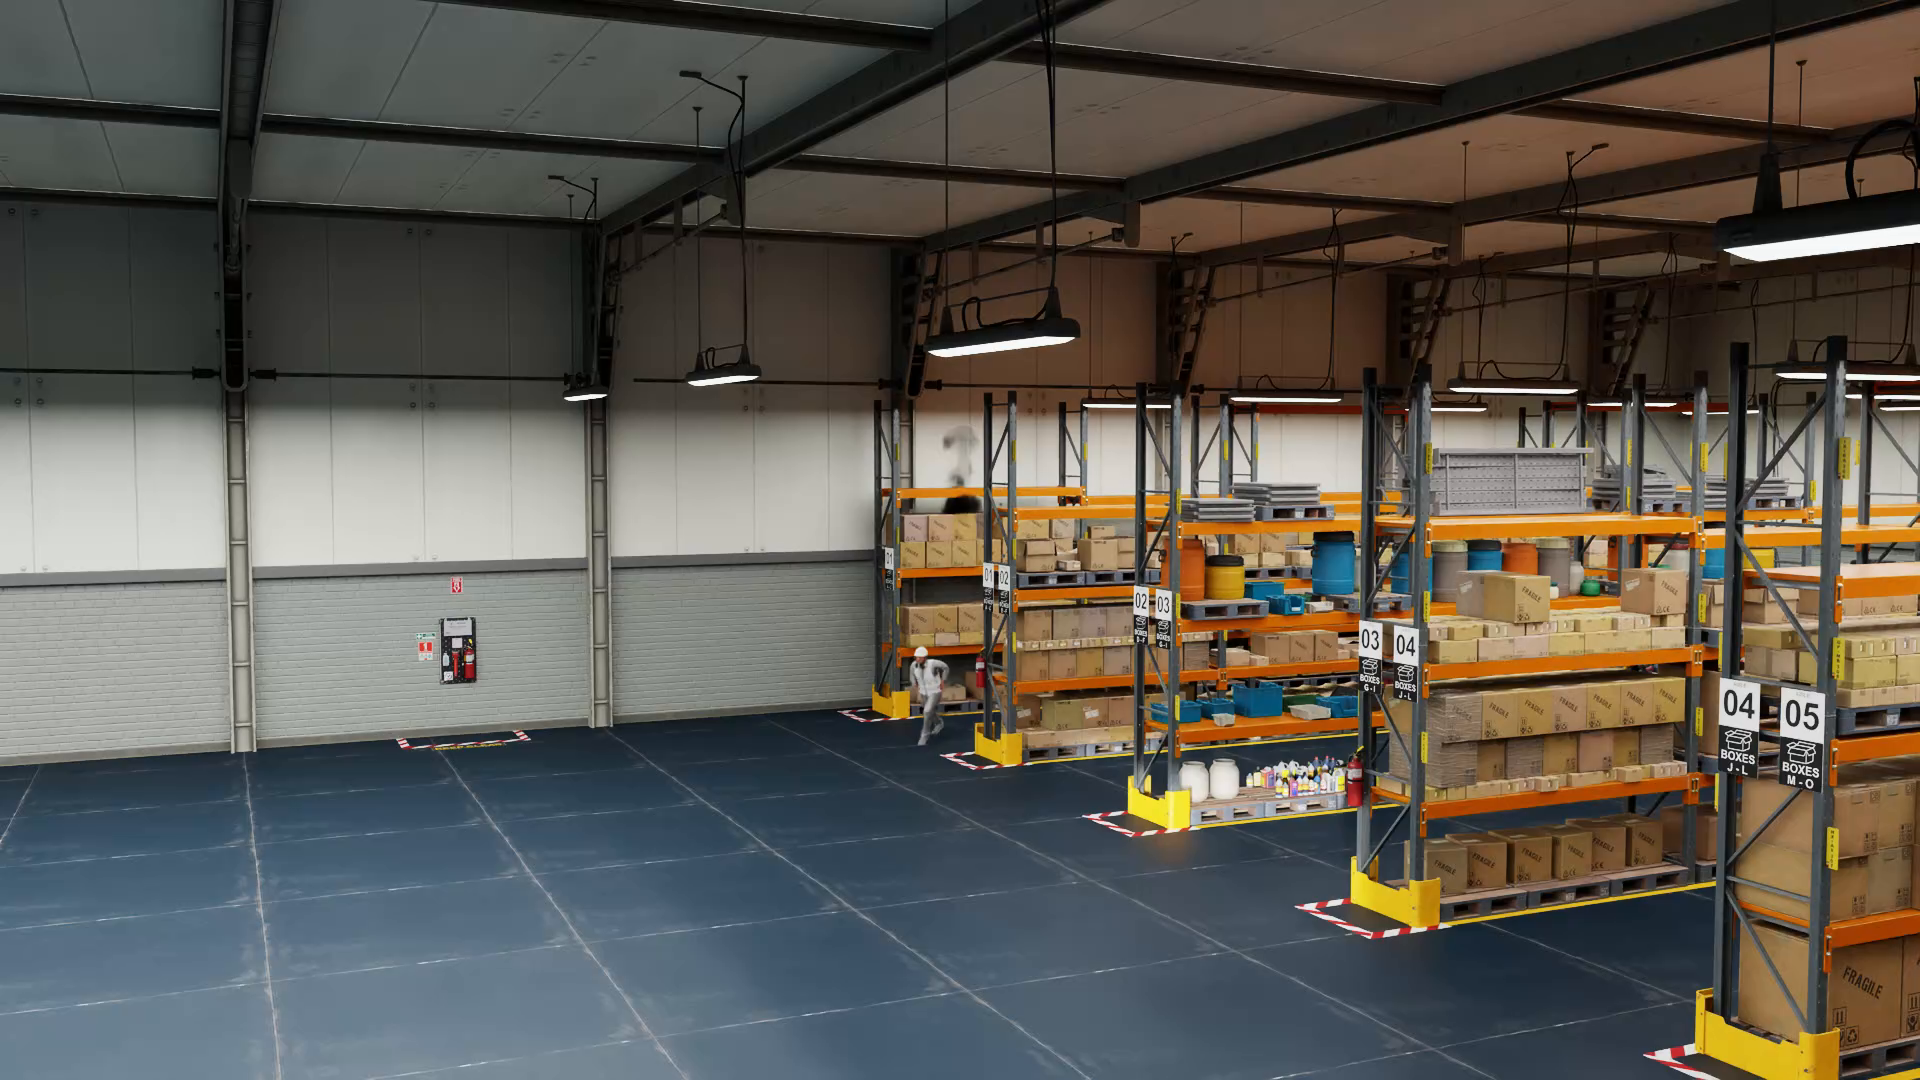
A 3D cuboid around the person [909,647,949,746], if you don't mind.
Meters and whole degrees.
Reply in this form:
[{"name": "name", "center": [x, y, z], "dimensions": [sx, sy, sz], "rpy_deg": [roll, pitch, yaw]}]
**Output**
[{"name": "person", "center": [-0.499, 2.671, 28.782], "dimensions": [0.701, 1.734, 1.043], "rpy_deg": [1, 4, 24]}]
